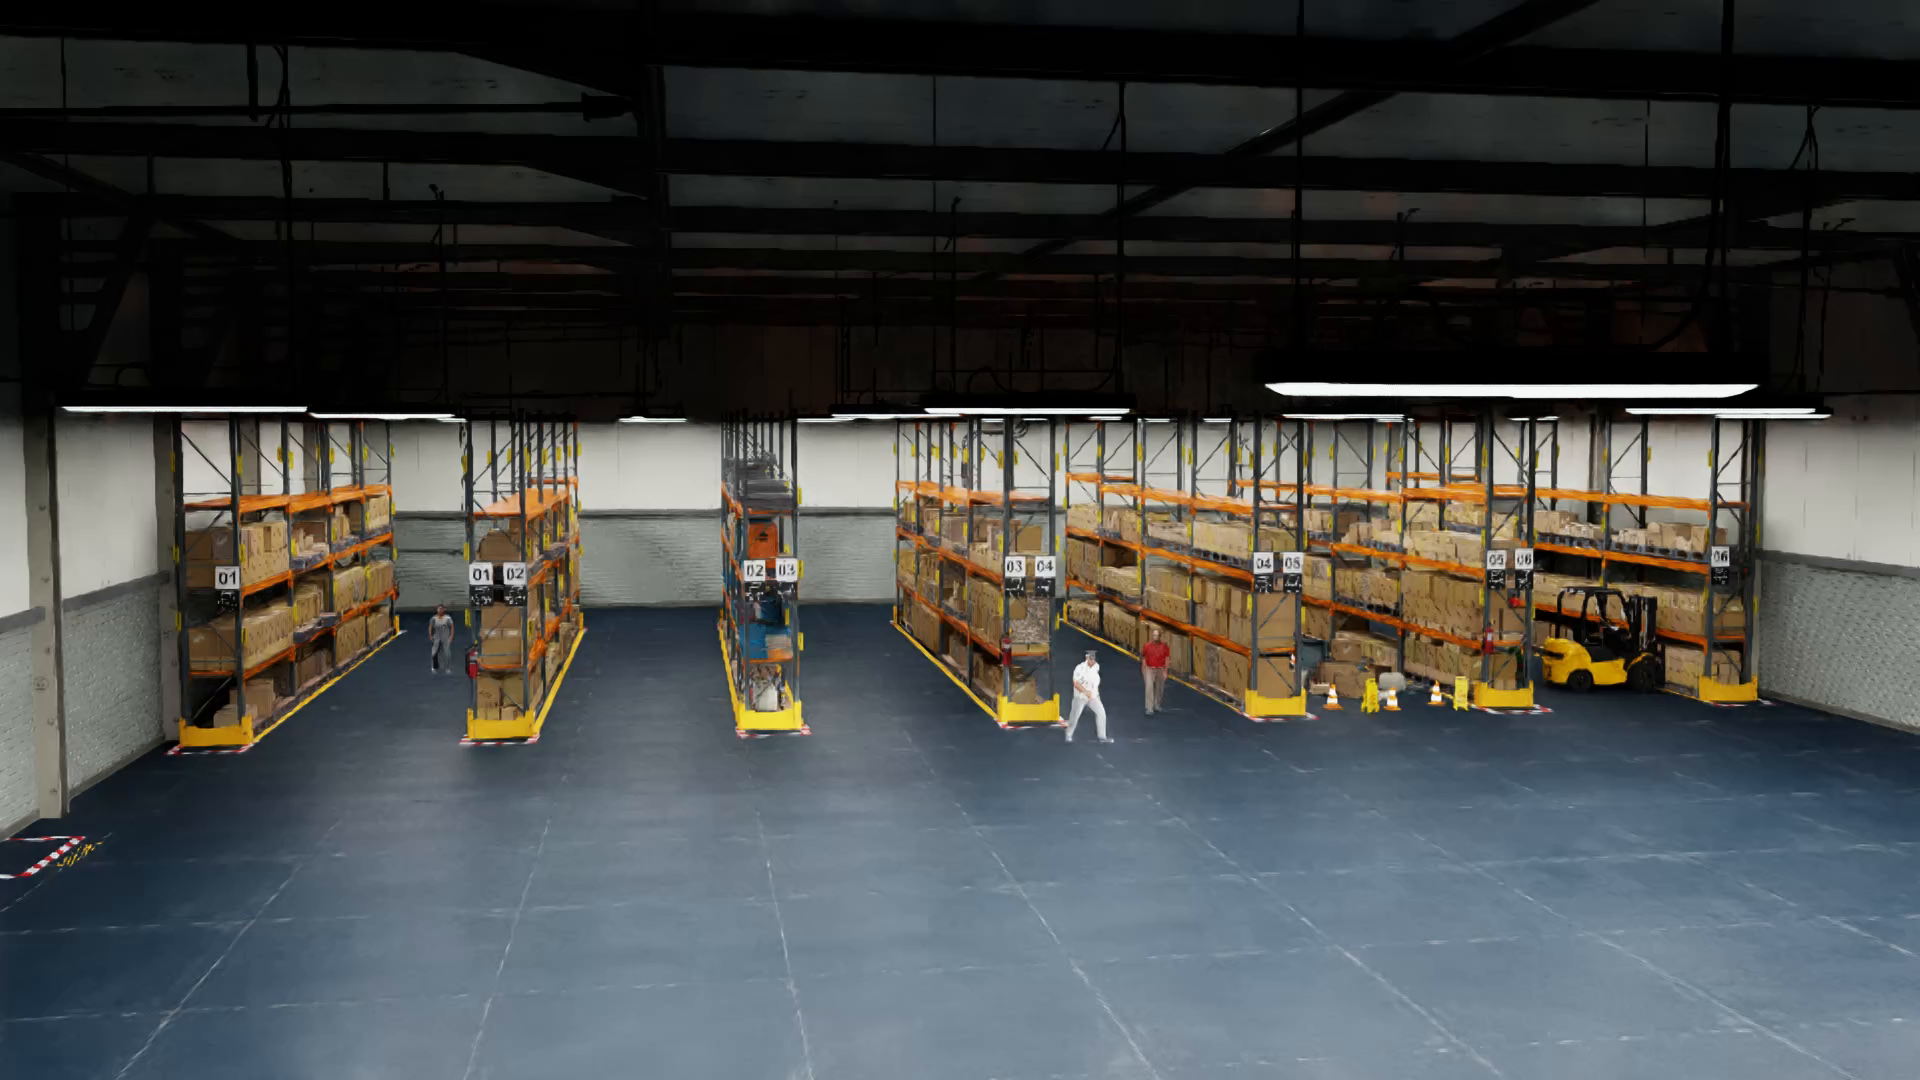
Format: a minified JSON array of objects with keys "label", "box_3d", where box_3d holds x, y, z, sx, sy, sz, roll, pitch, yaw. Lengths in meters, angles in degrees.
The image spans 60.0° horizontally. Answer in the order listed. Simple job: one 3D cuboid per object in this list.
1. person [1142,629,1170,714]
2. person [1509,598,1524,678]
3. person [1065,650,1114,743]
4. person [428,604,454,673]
[{"label":"person","box_3d":[3.871,2.587,32.834,0.533,1.658,1.031,0,4,-1]},{"label":"person","box_3d":[12.499,2.191,37.618,0.577,1.785,0.655,2,4,21]},{"label":"person","box_3d":[2.285,2.789,29.856,0.706,1.691,0.843,-2,4,-27]},{"label":"person","box_3d":[-11.905,2.259,38.180,0.580,1.617,0.503,-1,4,-11]}]
